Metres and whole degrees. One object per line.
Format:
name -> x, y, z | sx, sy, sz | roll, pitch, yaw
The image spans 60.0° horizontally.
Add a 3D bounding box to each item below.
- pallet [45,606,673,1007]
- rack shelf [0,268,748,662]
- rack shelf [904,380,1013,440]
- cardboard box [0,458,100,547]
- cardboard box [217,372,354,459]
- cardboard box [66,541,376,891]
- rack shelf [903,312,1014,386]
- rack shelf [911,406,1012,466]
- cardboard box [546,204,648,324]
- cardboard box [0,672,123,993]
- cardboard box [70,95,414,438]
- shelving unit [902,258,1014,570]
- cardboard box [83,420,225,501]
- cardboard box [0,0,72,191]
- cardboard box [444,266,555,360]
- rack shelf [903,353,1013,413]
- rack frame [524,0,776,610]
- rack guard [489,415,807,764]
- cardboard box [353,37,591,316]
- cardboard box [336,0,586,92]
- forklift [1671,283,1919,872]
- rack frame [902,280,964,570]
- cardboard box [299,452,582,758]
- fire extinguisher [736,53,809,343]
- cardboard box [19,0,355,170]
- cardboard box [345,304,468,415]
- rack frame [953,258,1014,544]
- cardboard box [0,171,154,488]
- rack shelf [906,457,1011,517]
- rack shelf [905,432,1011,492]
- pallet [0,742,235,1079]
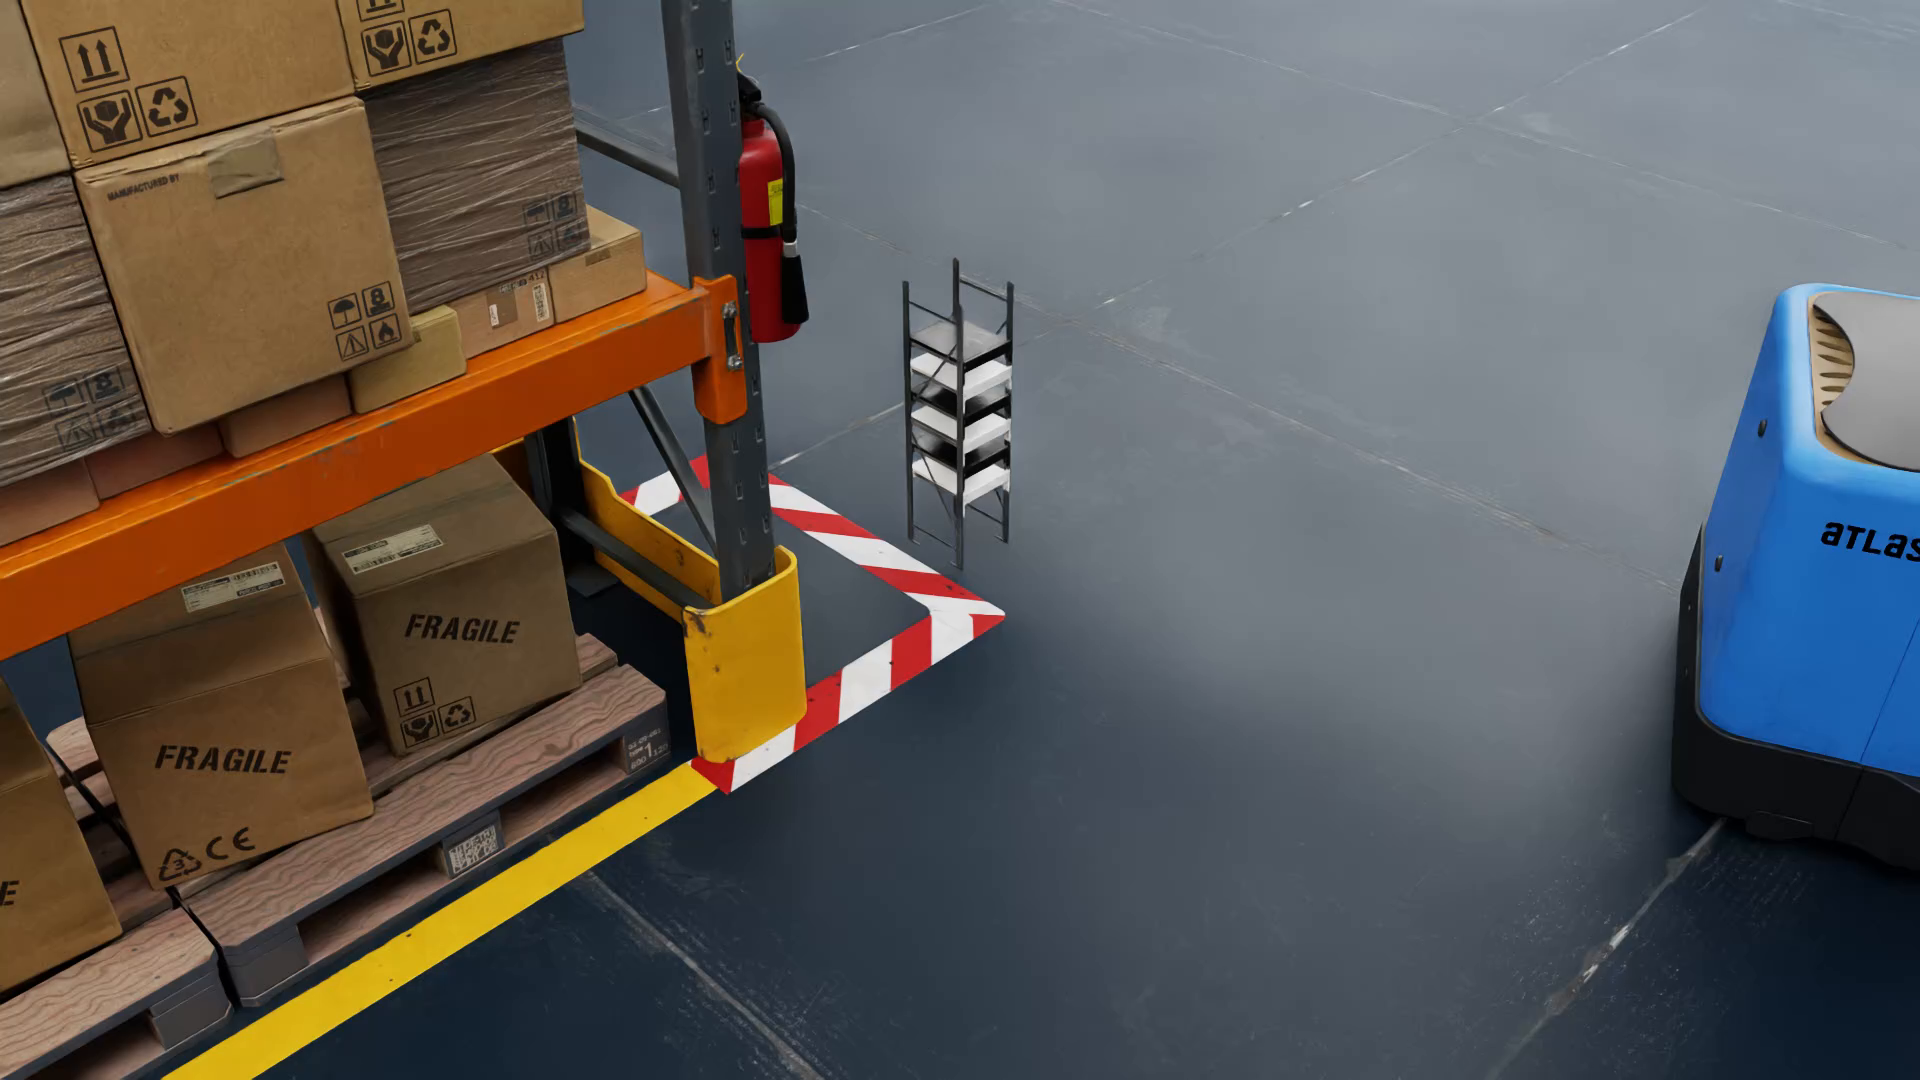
pallet -> -1.527, 0.531, 4.304 | 1.003, 0.211, 1.213 | 30, 45, 35
rack shelf -> -2.285, 0.148, 3.045 | 1.077, 0.370, 4.000 | 30, 45, 35
rack shelf -> -0.006, -0.412, 4.955 | 0.258, 0.077, 0.200 | 30, 45, 35
cardboard box -> -1.799, -0.143, 3.053 | 0.380, 0.149, 0.250 | 30, 45, 35
cardboard box -> -1.434, -0.339, 3.333 | 0.380, 0.149, 0.250 | 30, 45, 35
cardboard box -> -1.725, 0.397, 3.877 | 0.500, 0.500, 0.500 | -18, 39, -24
rack shelf -> -0.006, -0.560, 4.852 | 0.258, 0.077, 0.200 | 30, 45, 35
rack shelf -> -0.006, -0.338, 5.007 | 0.258, 0.077, 0.200 | 30, 45, 35
cardboard box -> -0.930, -0.657, 3.790 | 0.380, 0.149, 0.250 | 30, 45, 35
cardboard box -> -2.179, 0.643, 3.523 | 0.500, 0.500, 0.500 | -25, 42, -32
cardboard box -> -1.550, -0.659, 3.225 | 0.875, 0.500, 0.500 | 30, 45, 35
shelving unit -> -0.006, -0.366, 4.988 | 0.258, 0.900, 0.210 | 30, 45, 35
cardboard box -> -1.639, -0.254, 3.212 | 0.380, 0.149, 0.250 | 30, 45, 35
cardboard box -> -1.791, -0.802, 2.557 | 0.500, 0.500, 0.500 | 30, 45, 35
cardboard box -> -1.107, -0.556, 3.645 | 0.380, 0.149, 0.250 | 30, 45, 35
rack shelf -> -0.006, -0.486, 4.904 | 0.258, 0.077, 0.200 | 30, 45, 35
rack frame -> -0.876, -0.959, 4.003 | 1.000, 3.000, 0.127 | 30, 45, 35
rack guard -> -0.930, 0.097, 4.674 | 1.175, 0.500, 0.348 | 30, 45, 35
cardboard box -> -1.283, -0.910, 3.585 | 0.875, 0.500, 0.500 | 30, 45, 35
cardboard box -> -1.088, -1.210, 3.141 | 0.500, 0.500, 0.500 | 30, 45, 35
forklift -> 3.384, -0.451, 3.334 | 3.031, 2.935, 1.130 | 13, 37, 17
rack frame -> -0.077, -0.325, 4.929 | 0.240, 0.900, 0.006 | 30, 45, 35
cardboard box -> -1.328, 0.140, 4.245 | 0.500, 0.500, 0.500 | -21, 40, -28
fire extinguisher -> -0.468, -0.788, 3.826 | 0.296, 0.674, 0.183 | 30, 45, 35
cardboard box -> -1.436, -1.004, 2.846 | 0.500, 0.500, 0.500 | 30, 45, 35
cardboard box -> -1.247, -0.434, 3.470 | 0.380, 0.149, 0.250 | 30, 45, 35
rack frame -> 0.066, -0.407, 5.047 | 0.240, 0.900, 0.006 | 30, 45, 35
cardboard box -> -1.933, -0.473, 2.959 | 0.875, 0.500, 0.500 | 30, 45, 35
rack shelf -> -0.006, -0.191, 5.110 | 0.258, 0.077, 0.200 | 30, 45, 35
rack shelf -> -0.006, -0.265, 5.058 | 0.258, 0.077, 0.200 | 30, 45, 35
pallet -> -2.387, 1.024, 3.598 | 1.003, 0.211, 1.213 | 30, 45, 35
